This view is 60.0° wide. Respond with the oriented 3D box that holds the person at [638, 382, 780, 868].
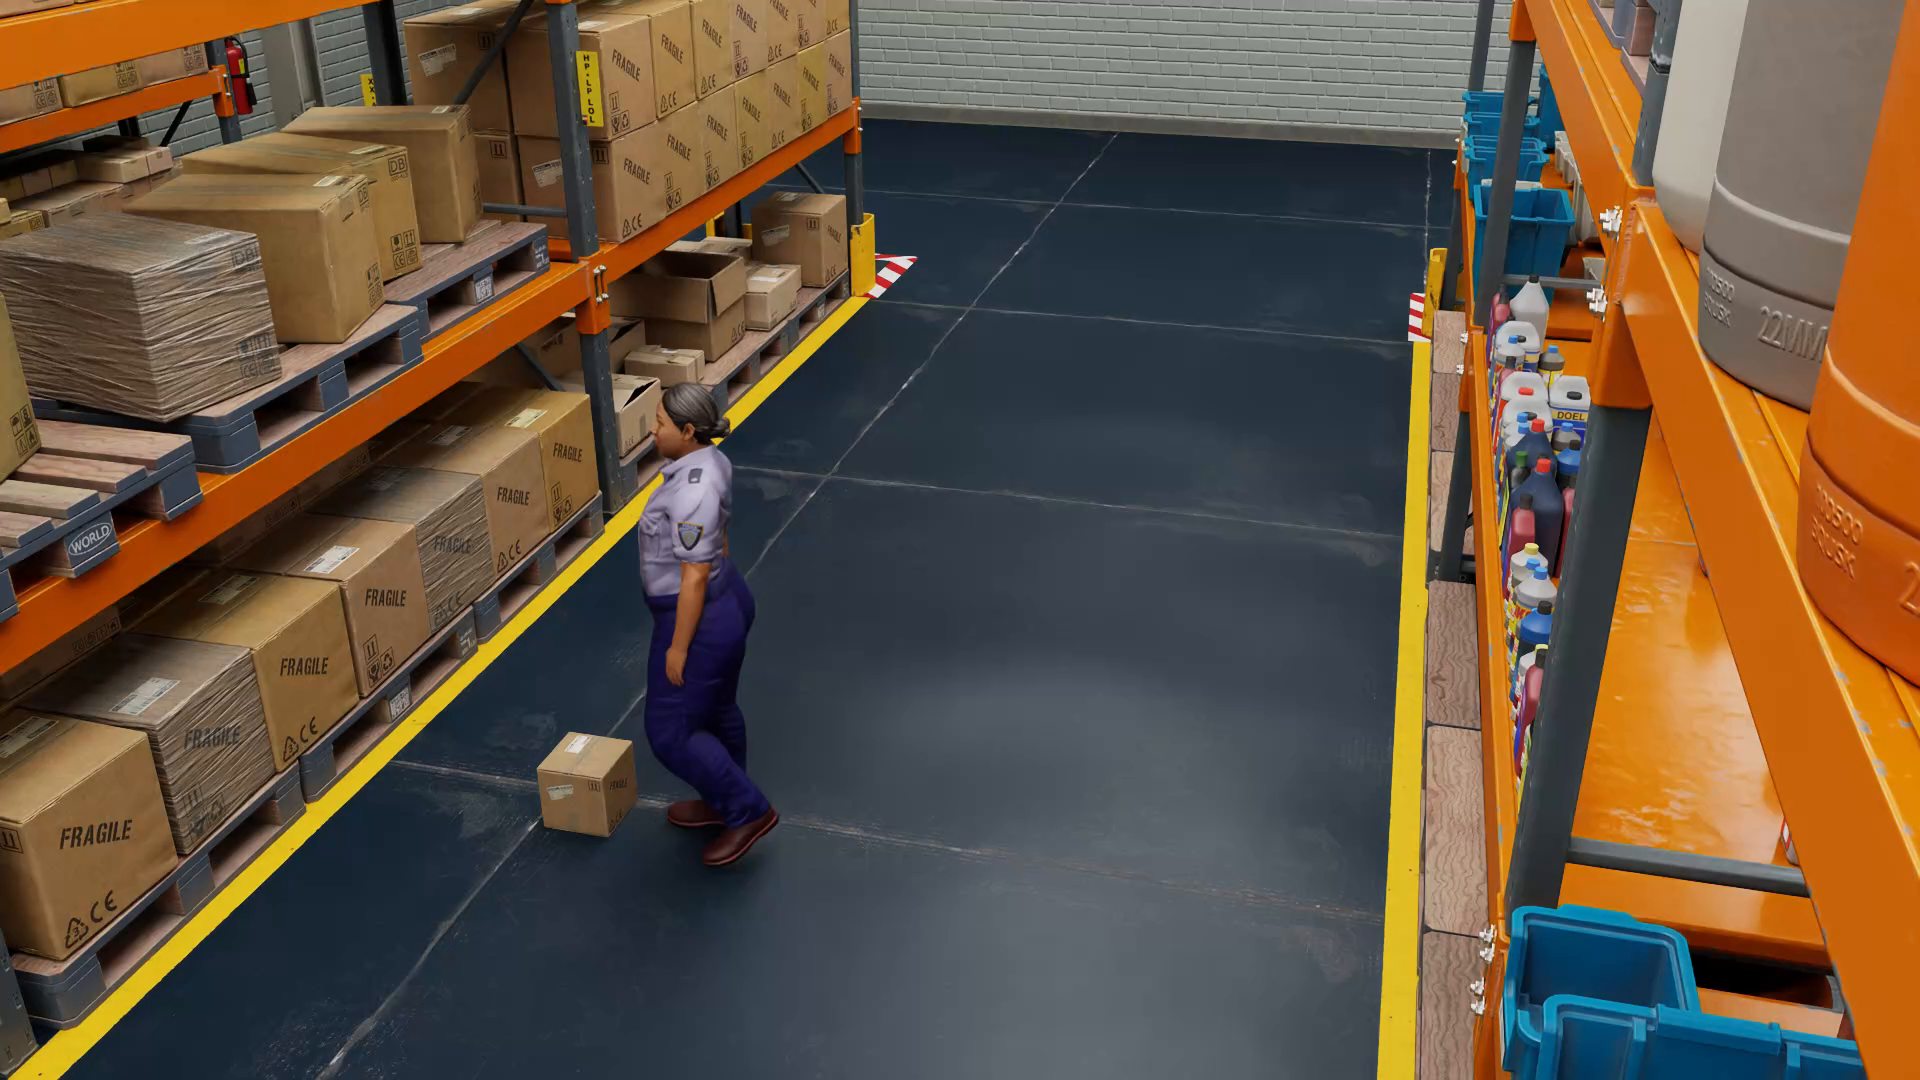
[{"bbox_3d":[-0.831,0.279,5.508,0.433,1.659,0.529,1,25,2],"label":"person"}]
